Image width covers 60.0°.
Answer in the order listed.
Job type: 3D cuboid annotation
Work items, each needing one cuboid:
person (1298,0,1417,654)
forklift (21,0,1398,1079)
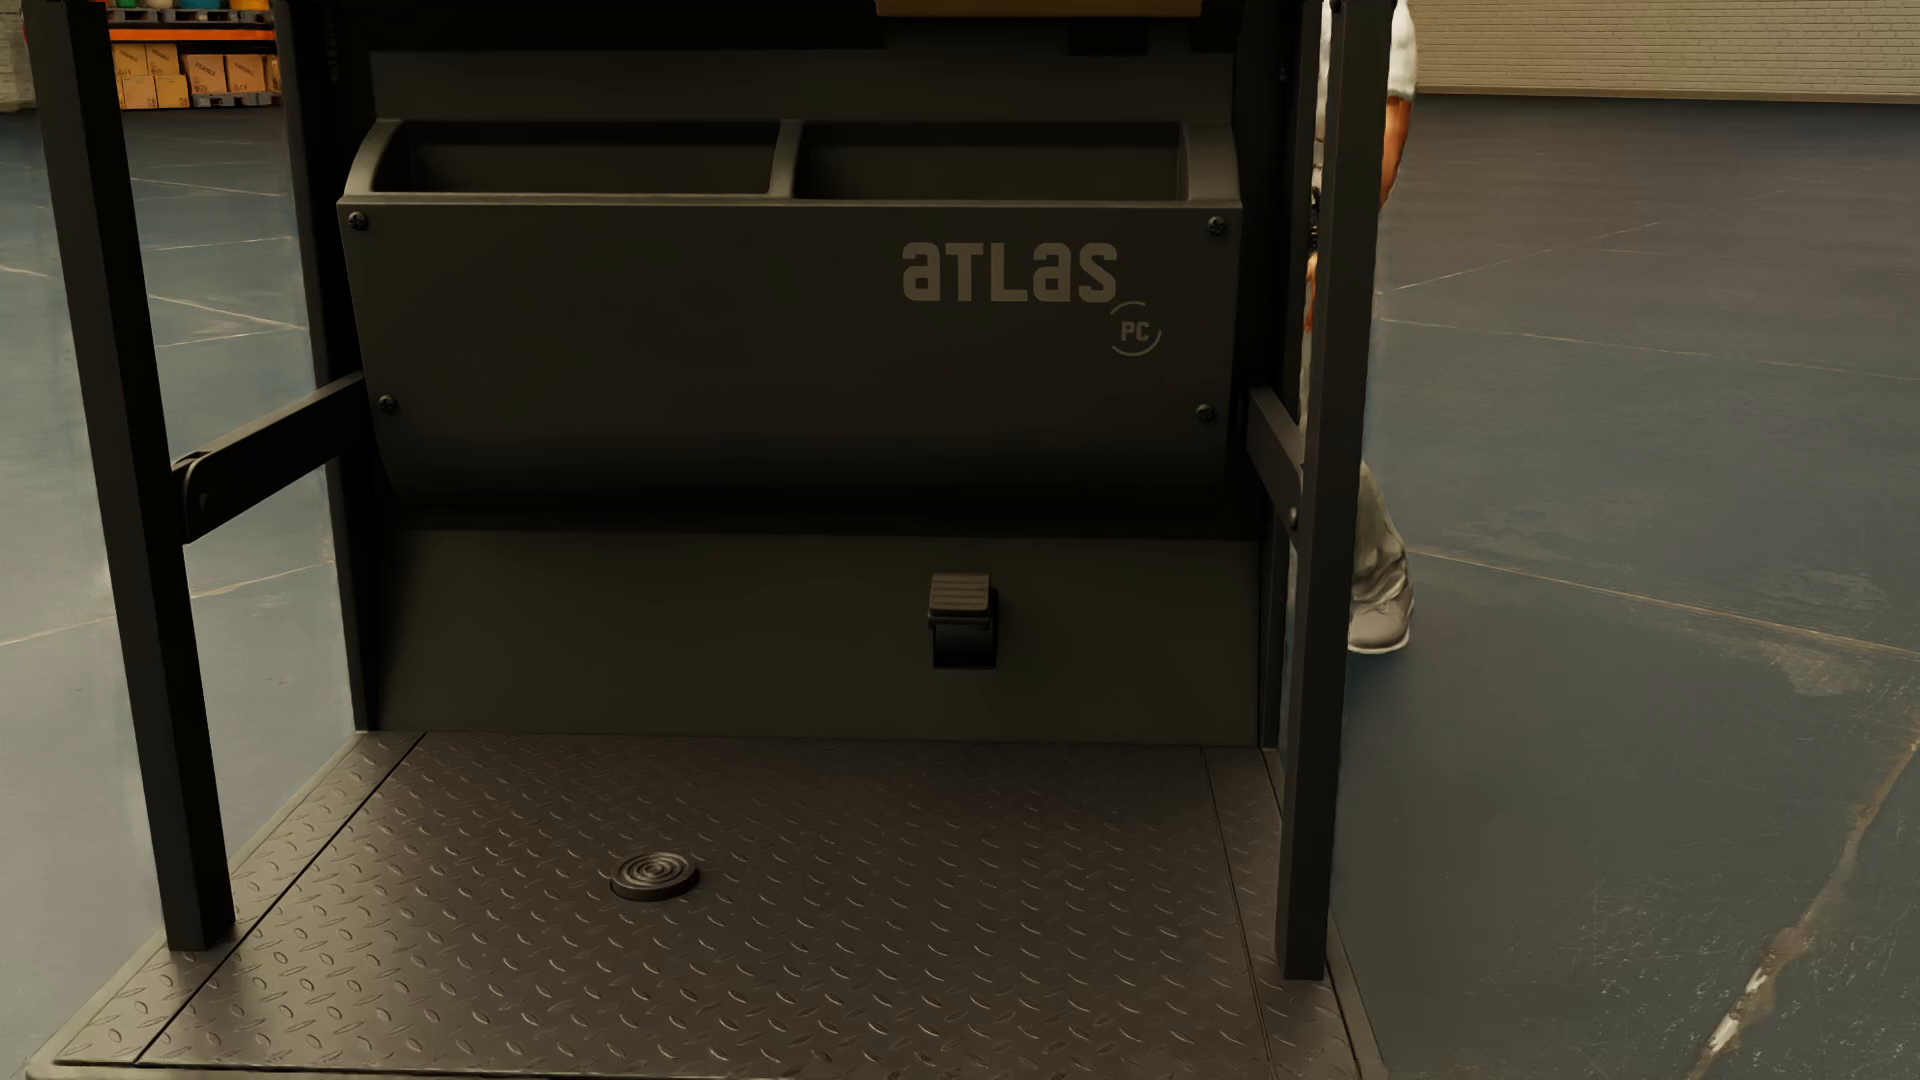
[{"bbox_3d":[0.615,-0.624,3.341,0.544,1.575,0.850,-5,18,-15],"label":"person"},{"bbox_3d":[-0.184,-0.767,1.422,1.130,2.935,3.031,1,17,3],"label":"forklift"}]
